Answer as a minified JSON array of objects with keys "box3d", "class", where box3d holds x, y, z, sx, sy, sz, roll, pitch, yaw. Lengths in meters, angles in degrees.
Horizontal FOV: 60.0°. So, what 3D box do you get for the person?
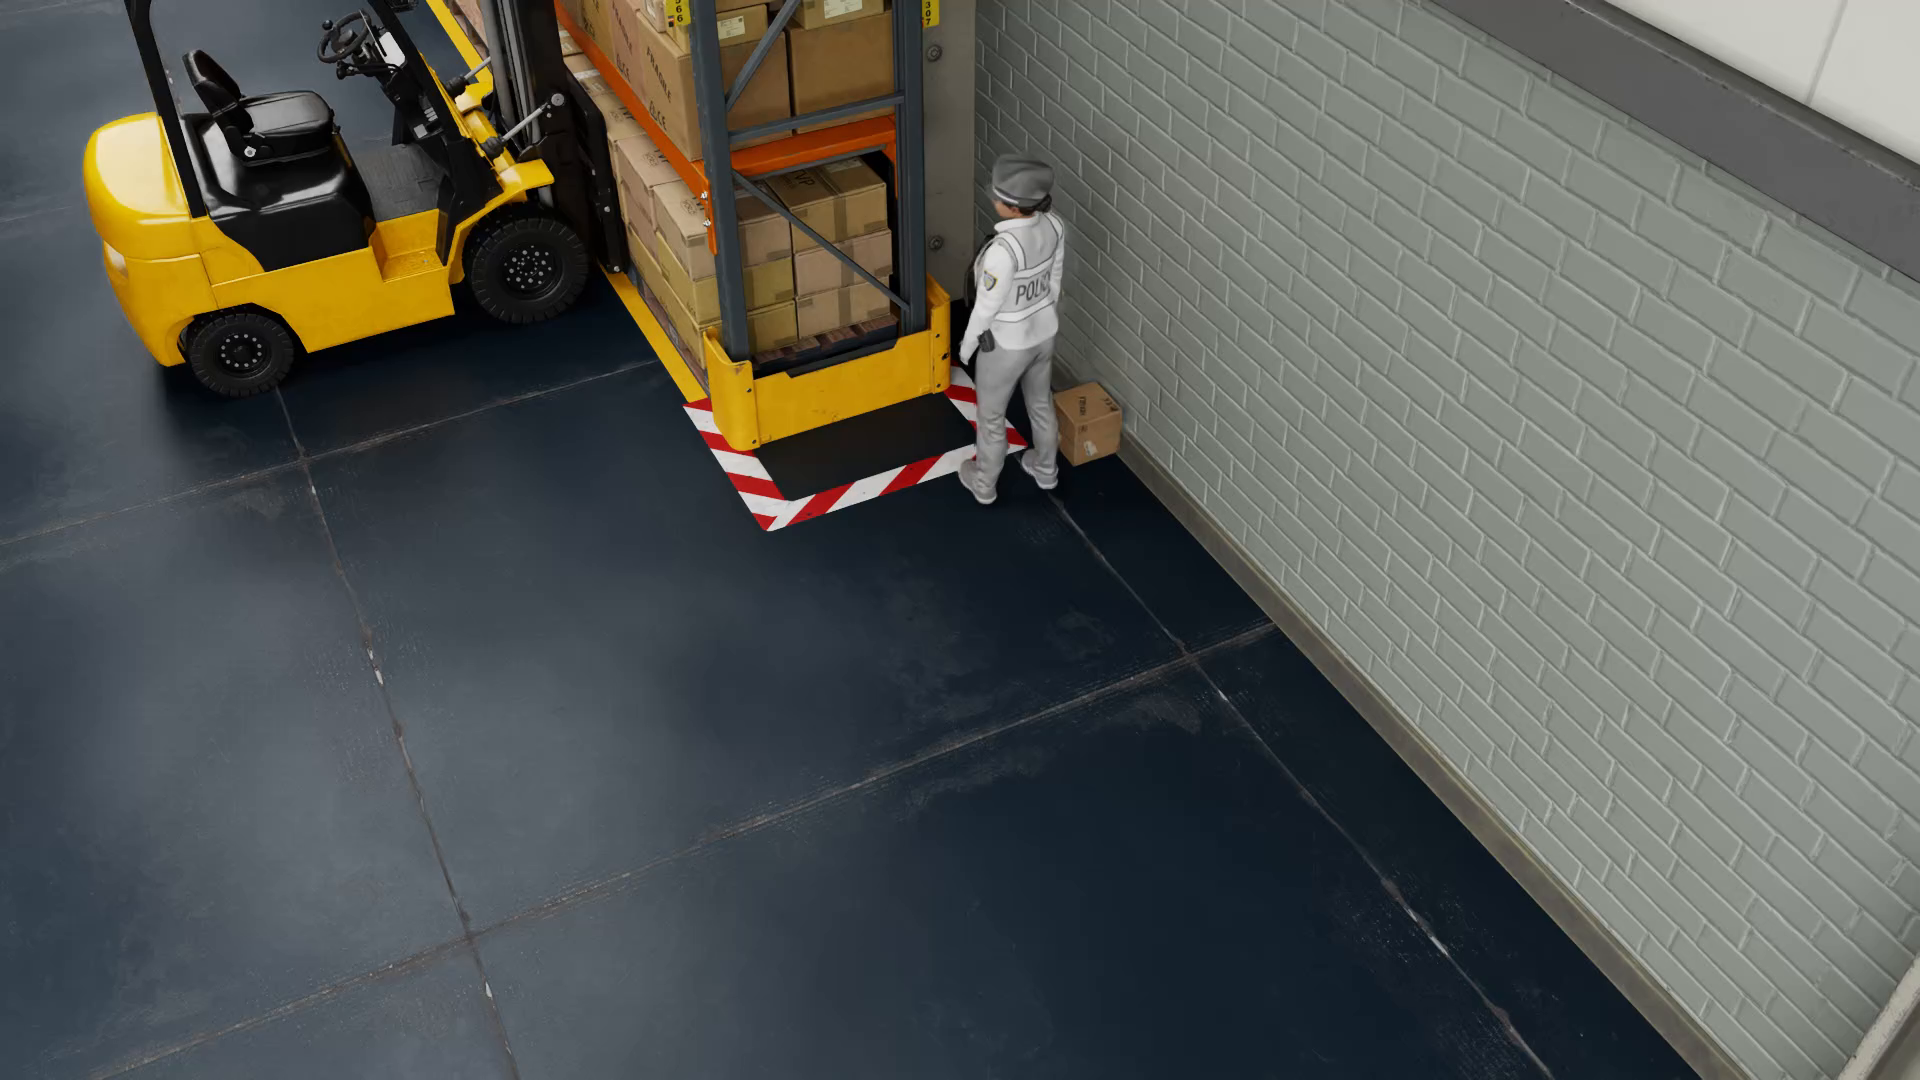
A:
[{"box3d":[0.218,-0.879,7.103,0.434,1.687,0.516,31,50,30],"class":"person"}]
